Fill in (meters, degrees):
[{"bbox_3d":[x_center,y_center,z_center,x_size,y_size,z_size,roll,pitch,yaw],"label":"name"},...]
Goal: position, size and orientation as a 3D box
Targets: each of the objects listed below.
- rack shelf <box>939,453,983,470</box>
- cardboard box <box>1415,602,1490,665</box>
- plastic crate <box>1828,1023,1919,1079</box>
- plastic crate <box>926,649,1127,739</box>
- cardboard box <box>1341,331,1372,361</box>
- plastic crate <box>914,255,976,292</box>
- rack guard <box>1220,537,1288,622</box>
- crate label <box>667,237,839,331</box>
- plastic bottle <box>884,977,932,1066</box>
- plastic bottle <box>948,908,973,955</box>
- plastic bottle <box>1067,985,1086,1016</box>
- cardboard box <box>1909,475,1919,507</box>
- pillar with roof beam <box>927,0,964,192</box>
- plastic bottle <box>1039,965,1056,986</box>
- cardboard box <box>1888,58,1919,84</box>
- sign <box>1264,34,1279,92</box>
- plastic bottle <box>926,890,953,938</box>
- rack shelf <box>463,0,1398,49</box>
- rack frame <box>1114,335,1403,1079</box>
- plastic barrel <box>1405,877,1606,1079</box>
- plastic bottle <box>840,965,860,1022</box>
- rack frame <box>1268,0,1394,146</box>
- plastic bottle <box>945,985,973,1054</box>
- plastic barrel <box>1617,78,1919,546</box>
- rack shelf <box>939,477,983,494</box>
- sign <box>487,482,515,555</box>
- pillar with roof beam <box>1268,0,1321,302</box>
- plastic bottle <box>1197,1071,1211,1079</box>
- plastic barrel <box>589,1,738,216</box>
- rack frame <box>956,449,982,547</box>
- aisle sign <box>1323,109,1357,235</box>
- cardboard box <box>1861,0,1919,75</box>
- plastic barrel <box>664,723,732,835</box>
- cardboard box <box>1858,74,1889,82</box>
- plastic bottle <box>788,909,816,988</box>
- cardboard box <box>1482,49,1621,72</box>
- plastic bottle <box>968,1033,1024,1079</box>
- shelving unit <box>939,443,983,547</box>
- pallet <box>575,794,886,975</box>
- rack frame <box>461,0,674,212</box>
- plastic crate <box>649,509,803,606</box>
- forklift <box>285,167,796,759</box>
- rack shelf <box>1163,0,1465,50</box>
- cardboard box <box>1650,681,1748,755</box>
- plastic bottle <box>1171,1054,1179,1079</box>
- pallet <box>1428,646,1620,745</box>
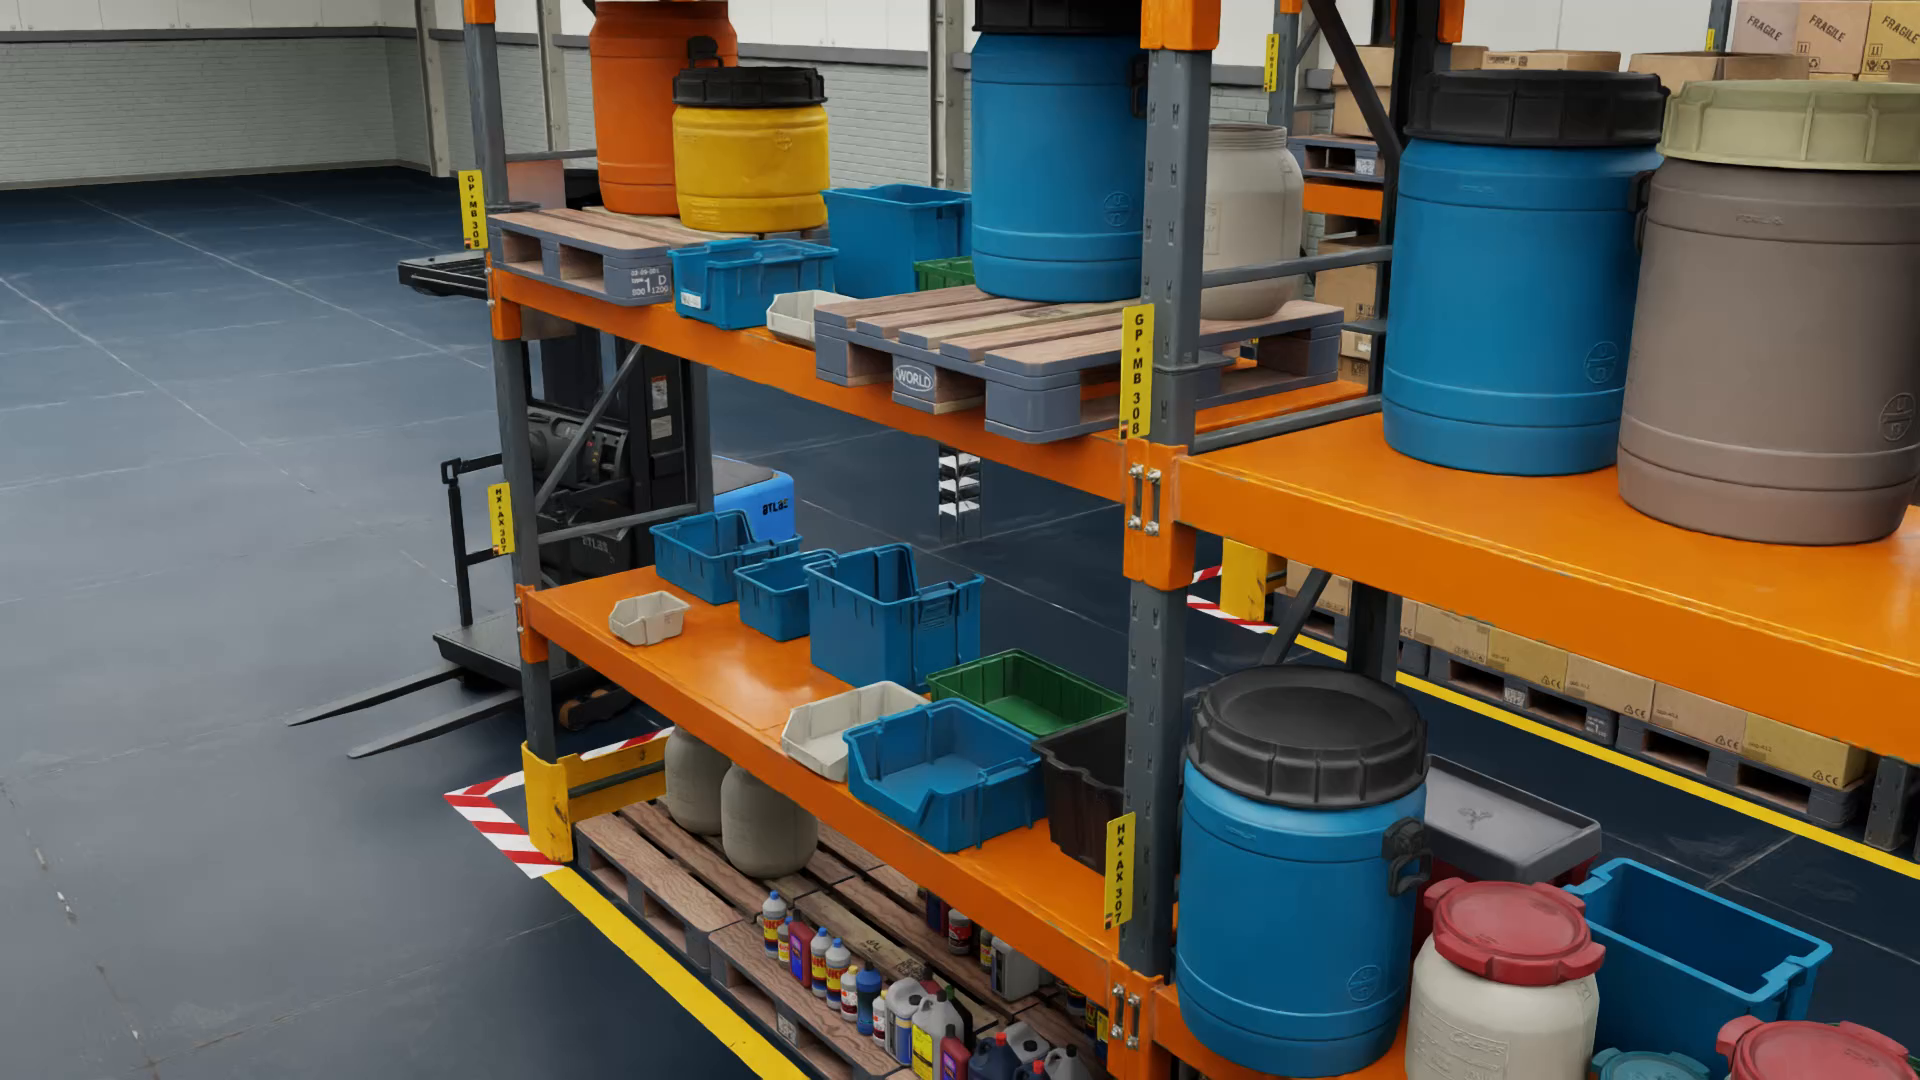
[{"bbox_3d":[0.005,-0.564,12.169,0.258,0.077,0.200,-14,23,-36],"label":"rack shelf"},{"bbox_3d":[3.050,0.492,9.810,0.500,0.250,0.500,-14,23,-36],"label":"cardboard box"},{"bbox_3d":[2.169,1.391,3.727,0.450,0.188,0.662,-14,23,-36],"label":"plastic crate"},{"bbox_3d":[0.245,0.627,6.033,0.450,0.188,0.662,-14,23,-36],"label":"plastic crate"},{"bbox_3d":[2.509,-1.187,9.985,0.380,0.149,0.250,-15,23,-37],"label":"cardboard box"},{"bbox_3d":[0.100,-0.849,5.719,0.336,0.188,0.450,-14,23,-36],"label":"plastic crate"},{"bbox_3d":[2.253,0.146,11.127,1.175,0.500,0.348,-14,23,-36],"label":"rack guard"},{"bbox_3d":[-0.714,-0.897,5.764,0.502,0.251,0.408,-14,23,-36],"label":"crate label"},{"bbox_3d":[-0.177,1.730,5.998,0.152,0.276,0.135,-13,23,-35],"label":"plastic bottle"},{"bbox_3d":[0.002,1.548,6.668,0.097,0.201,0.097,0,18,0],"label":"plastic bottle"},{"bbox_3d":[0.453,1.647,6.256,0.097,0.271,0.097,0,18,0],"label":"plastic bottle"},{"bbox_3d":[4.471,-0.205,8.050,0.700,0.500,0.500,-15,23,-38],"label":"cardboard box"},{"bbox_3d":[-3.564,-6.964,19.077,9.100,9.000,0.400,-14,23,-36],"label":"pillar with roof beam"},{"bbox_3d":[0.310,1.534,6.472,0.144,0.351,0.185,-14,23,-37],"label":"plastic bottle"},{"bbox_3d":[4.646,-1.962,7.695,0.500,0.500,0.500,-12,22,-32],"label":"cardboard box"},{"bbox_3d":[1.829,-2.805,9.772,0.100,0.325,0.005,-14,23,-36],"label":"sign"},{"bbox_3d":[-0.081,1.467,6.782,0.061,0.283,0.133,-14,23,-36],"label":"plastic bottle"},{"bbox_3d":[-0.375,-1.893,5.544,1.077,0.370,4.000,-14,23,-36],"label":"rack shelf"},{"bbox_3d":[0.867,0.916,4.823,1.000,3.000,0.127,-14,23,-36],"label":"rack frame"},{"bbox_3d":[1.289,1.131,3.960,0.433,0.535,0.433,0,18,0],"label":"plastic barrel"},{"bbox_3d":[-0.399,1.691,6.234,0.097,0.201,0.097,0,18,0],"label":"plastic bottle"},{"bbox_3d":[2.268,-3.883,9.773,1.000,3.000,0.127,-14,23,-36],"label":"rack frame"},{"bbox_3d":[-0.015,1.741,5.953,0.061,0.283,0.133,-14,23,-36],"label":"plastic bottle"},{"bbox_3d":[1.759,-0.501,3.535,0.600,0.901,0.600,0,18,0],"label":"plastic barrel"},{"bbox_3d":[0.005,-0.394,12.225,0.258,0.077,0.200,-14,23,-36],"label":"rack shelf"},{"bbox_3d":[-2.051,-0.094,7.435,0.100,0.325,0.005,-14,23,-36],"label":"sign"},{"bbox_3d":[0.162,-5.485,14.612,9.100,9.000,0.400,-14,23,-36],"label":"pillar with roof beam"},{"bbox_3d":[0.886,1.822,5.840,0.097,0.201,0.097,0,18,0],"label":"plastic bottle"},{"bbox_3d":[-1.216,-1.801,6.908,0.600,0.830,0.708,-14,23,-36],"label":"plastic barrel"},{"bbox_3d":[0.068,-0.400,12.139,0.240,0.900,0.006,-14,23,-36],"label":"rack frame"},{"bbox_3d":[2.458,-2.343,10.530,0.394,0.787,0.004,-14,23,-36],"label":"aisle sign"},{"bbox_3d":[6.797,-3.558,11.784,0.500,0.500,0.500,-13,22,-35],"label":"cardboard box"},{"bbox_3d":[-1.148,1.060,7.680,0.421,0.512,0.421,0,18,0],"label":"plastic barrel"},{"bbox_3d":[6.792,-3.086,11.948,0.500,0.500,0.500,-13,22,-34],"label":"cardboard box"},{"bbox_3d":[-0.609,1.578,6.445,0.061,0.283,0.133,-14,23,-35],"label":"plastic bottle"},{"bbox_3d":[3.085,-2.310,8.744,0.500,0.500,0.500,-14,23,-36],"label":"cardboard box"},{"bbox_3d":[0.122,1.815,5.622,0.144,0.351,0.185,-15,24,-39],"label":"plastic bottle"},{"bbox_3d":[0.005,-0.425,12.215,0.258,0.900,0.210,-14,23,-36],"label":"shelving unit"},{"bbox_3d":[-1.033,1.465,7.601,1.003,0.211,1.213,-14,23,-36],"label":"pallet"},{"bbox_3d":[-1.617,-2.917,6.856,1.000,3.000,0.127,-14,23,-36],"label":"rack frame"},{"bbox_3d":[-1.072,0.066,7.627,0.499,0.251,0.616,-14,23,-36],"label":"plastic crate"},{"bbox_3d":[-2.331,-0.516,9.259,1.130,2.935,3.031,15,23,38],"label":"forklift"},{"bbox_3d":[2.108,-0.907,2.567,1.077,0.370,4.000,-14,23,-36],"label":"rack shelf"},{"bbox_3d":[3.990,0.860,8.700,0.500,0.250,0.500,-14,23,-36],"label":"cardboard box"},{"bbox_3d":[0.707,1.780,5.837,0.061,0.283,0.133,-14,23,-36],"label":"plastic bottle"},{"bbox_3d":[3.529,0.769,9.703,1.003,0.211,1.213,-14,23,-36],"label":"pallet"}]
